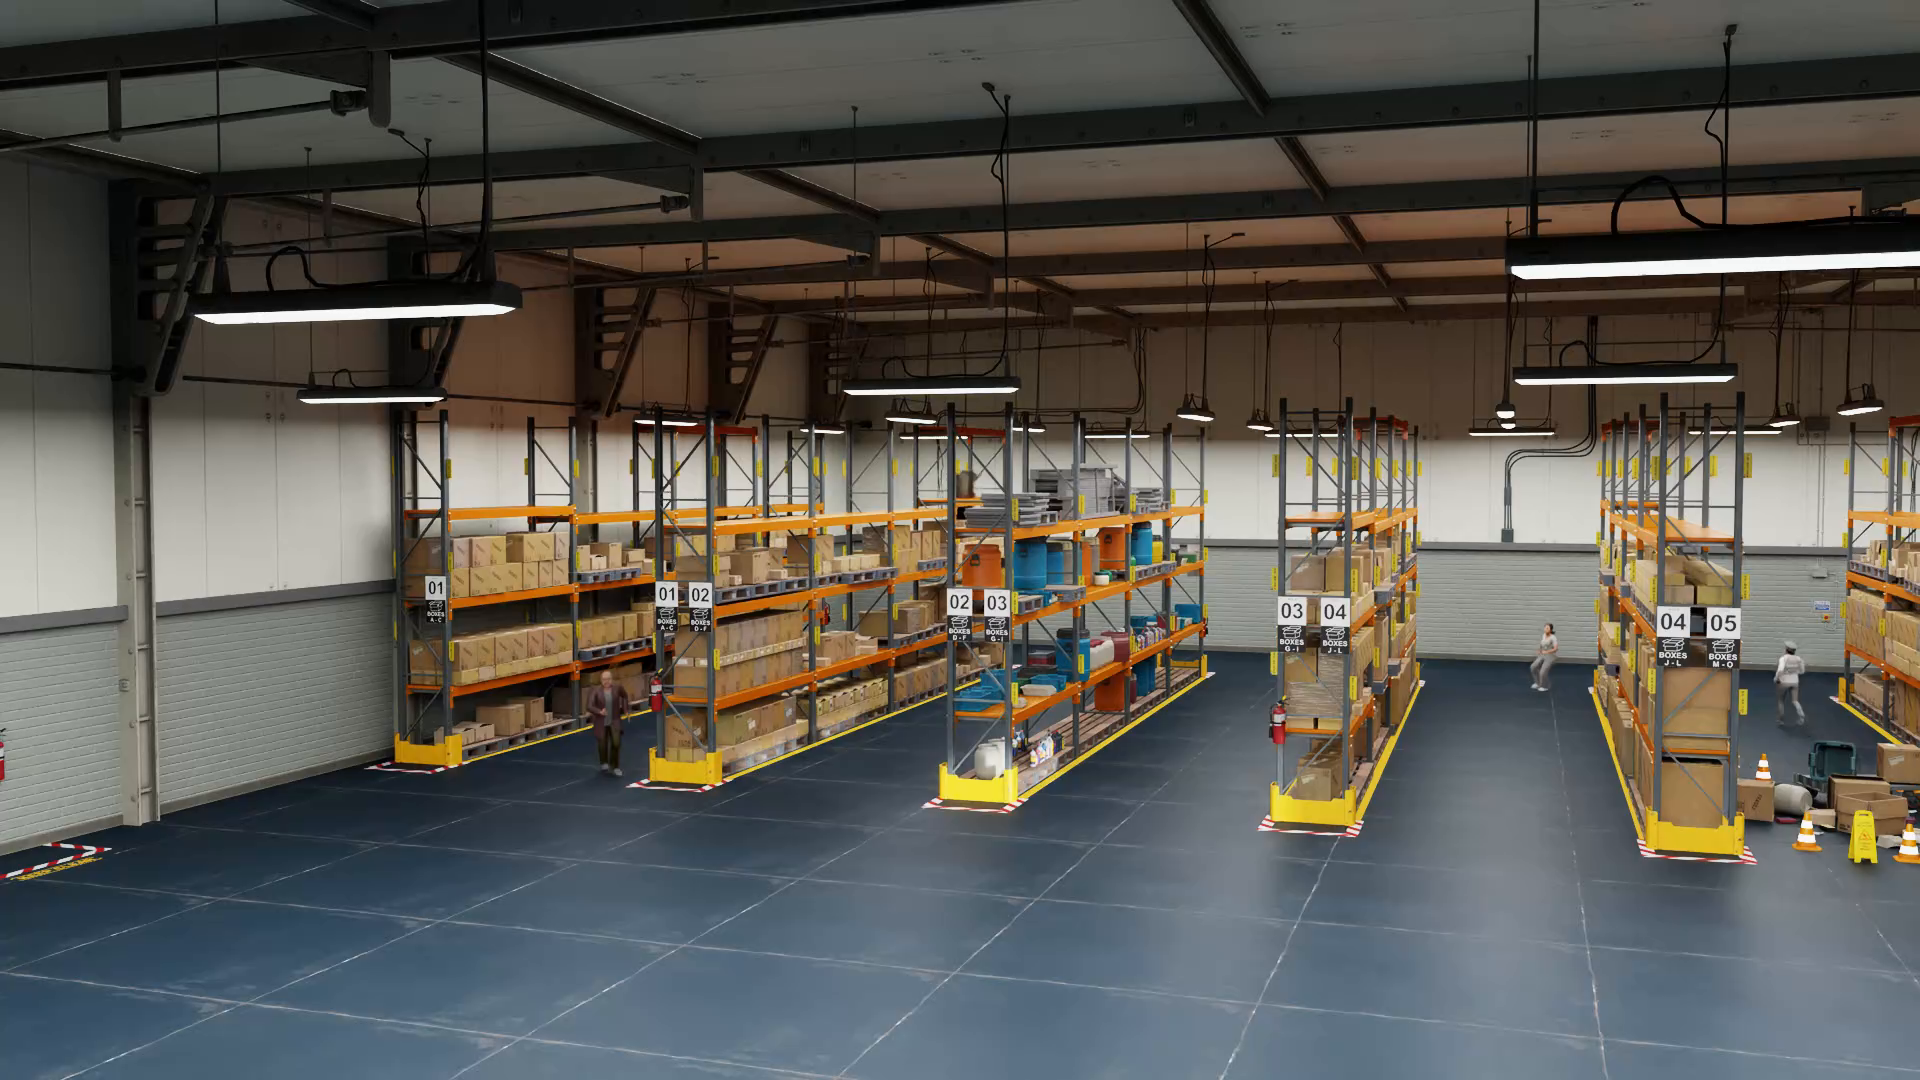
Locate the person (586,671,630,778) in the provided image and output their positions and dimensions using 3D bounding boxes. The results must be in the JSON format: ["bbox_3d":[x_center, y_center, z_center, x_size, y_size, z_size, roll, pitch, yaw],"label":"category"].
[{"bbox_3d":[-5.733,2.994,27.079,0.715,1.759,1.003,-1,3,-14],"label":"person"}]

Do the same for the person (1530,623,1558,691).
[{"bbox_3d":[13.063,2.629,37.230,0.596,1.563,0.763,-1,3,-29],"label":"person"}]

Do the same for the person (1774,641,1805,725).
[{"bbox_3d":[16.012,2.779,32.103,0.611,1.665,0.870,0,2,2],"label":"person"}]
